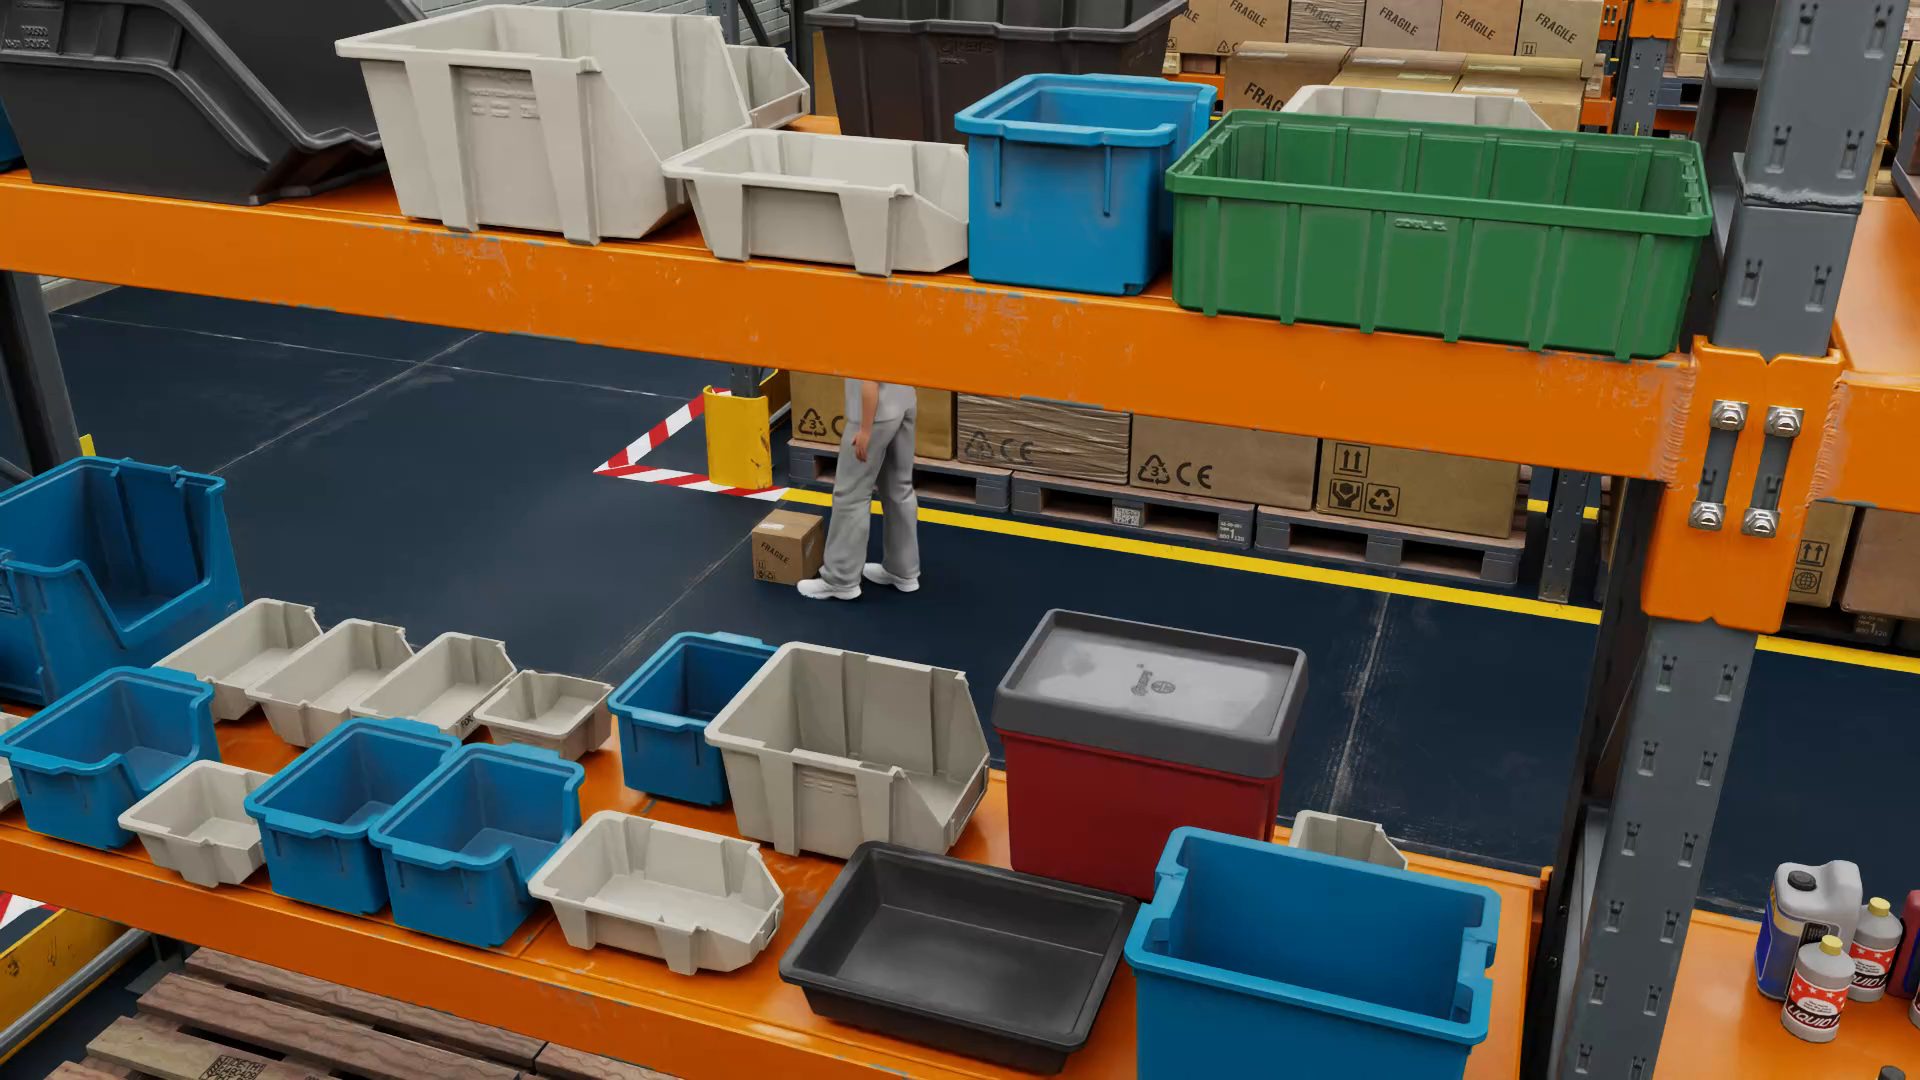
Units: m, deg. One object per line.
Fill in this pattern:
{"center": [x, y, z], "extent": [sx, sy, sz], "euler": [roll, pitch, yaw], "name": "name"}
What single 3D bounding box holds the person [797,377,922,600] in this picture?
{"center": [-0.427, -0.553, 7.245], "extent": [0.528, 1.679, 0.472], "euler": [11, 28, 22], "name": "person"}
